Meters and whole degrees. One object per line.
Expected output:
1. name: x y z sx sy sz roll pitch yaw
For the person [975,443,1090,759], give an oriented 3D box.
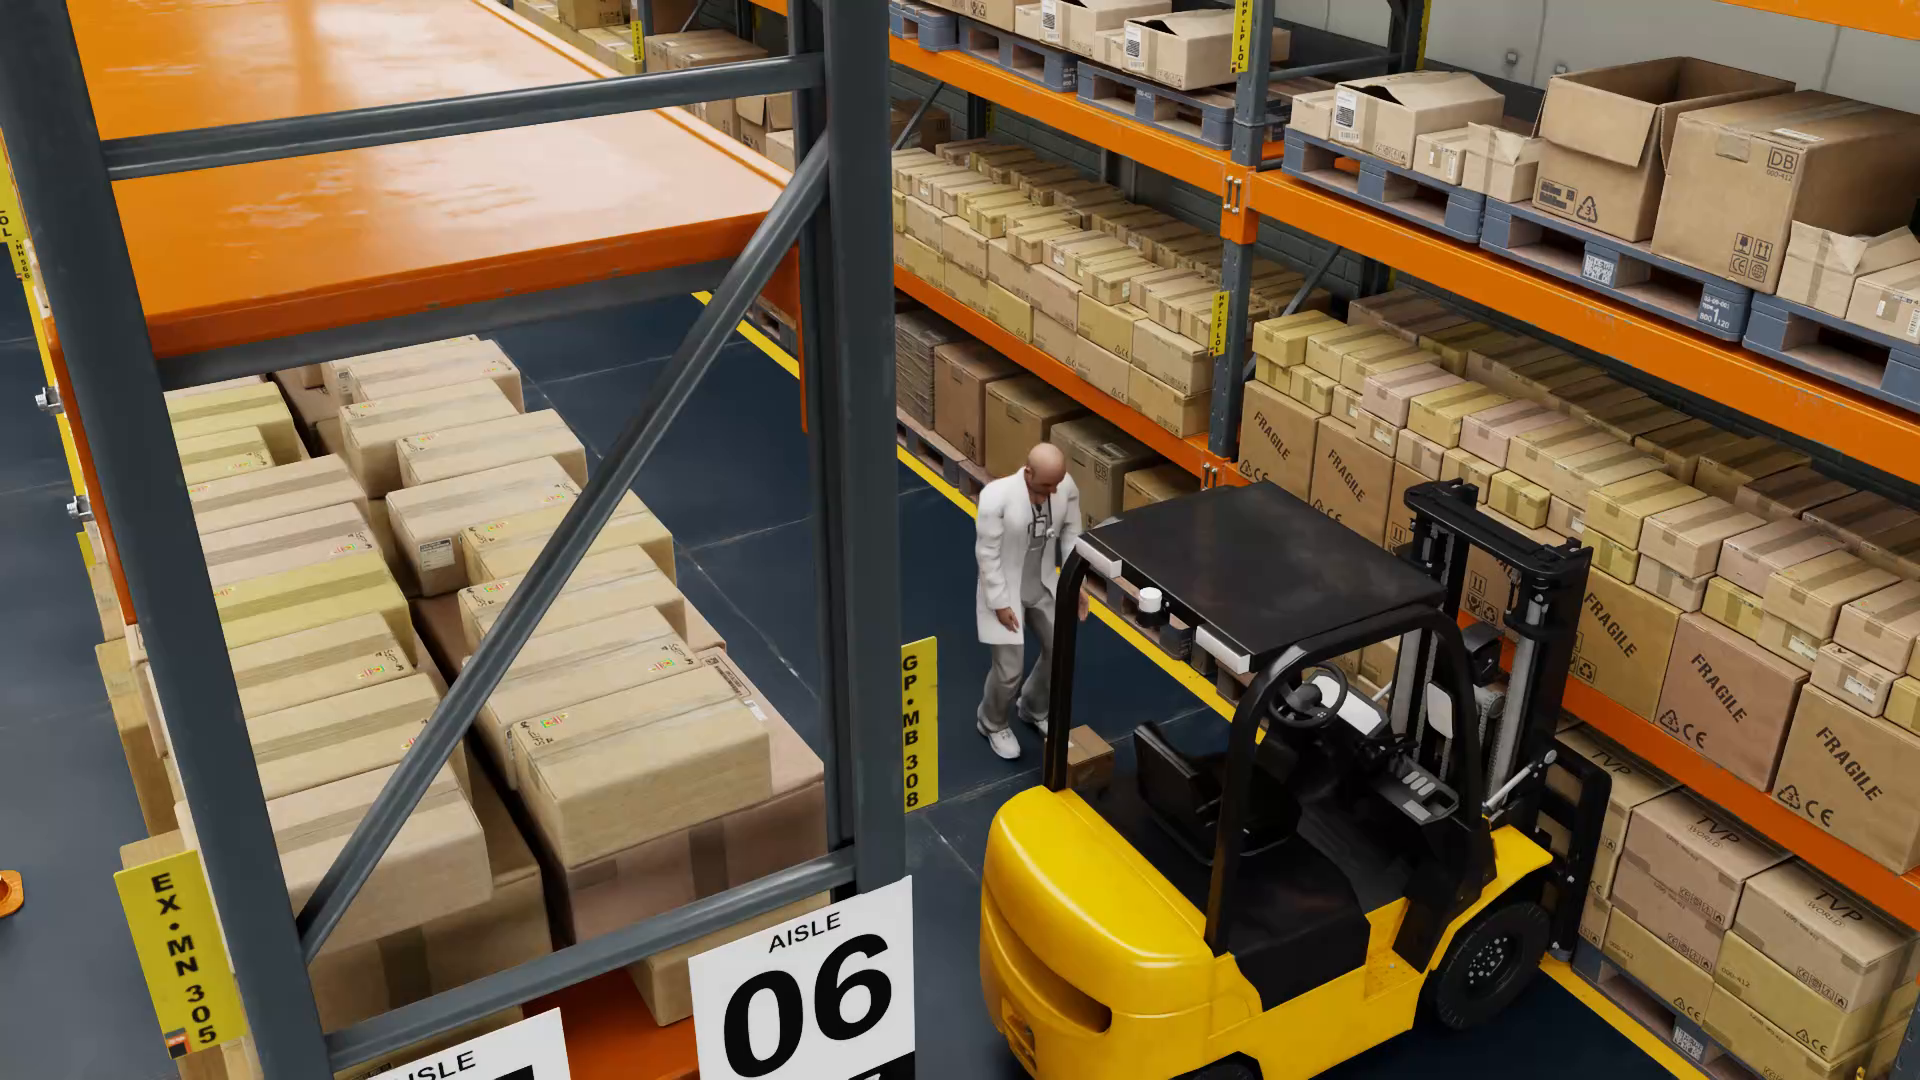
1. person: 0.341 0.262 8.206 0.599 1.693 0.459 -15 32 -25
